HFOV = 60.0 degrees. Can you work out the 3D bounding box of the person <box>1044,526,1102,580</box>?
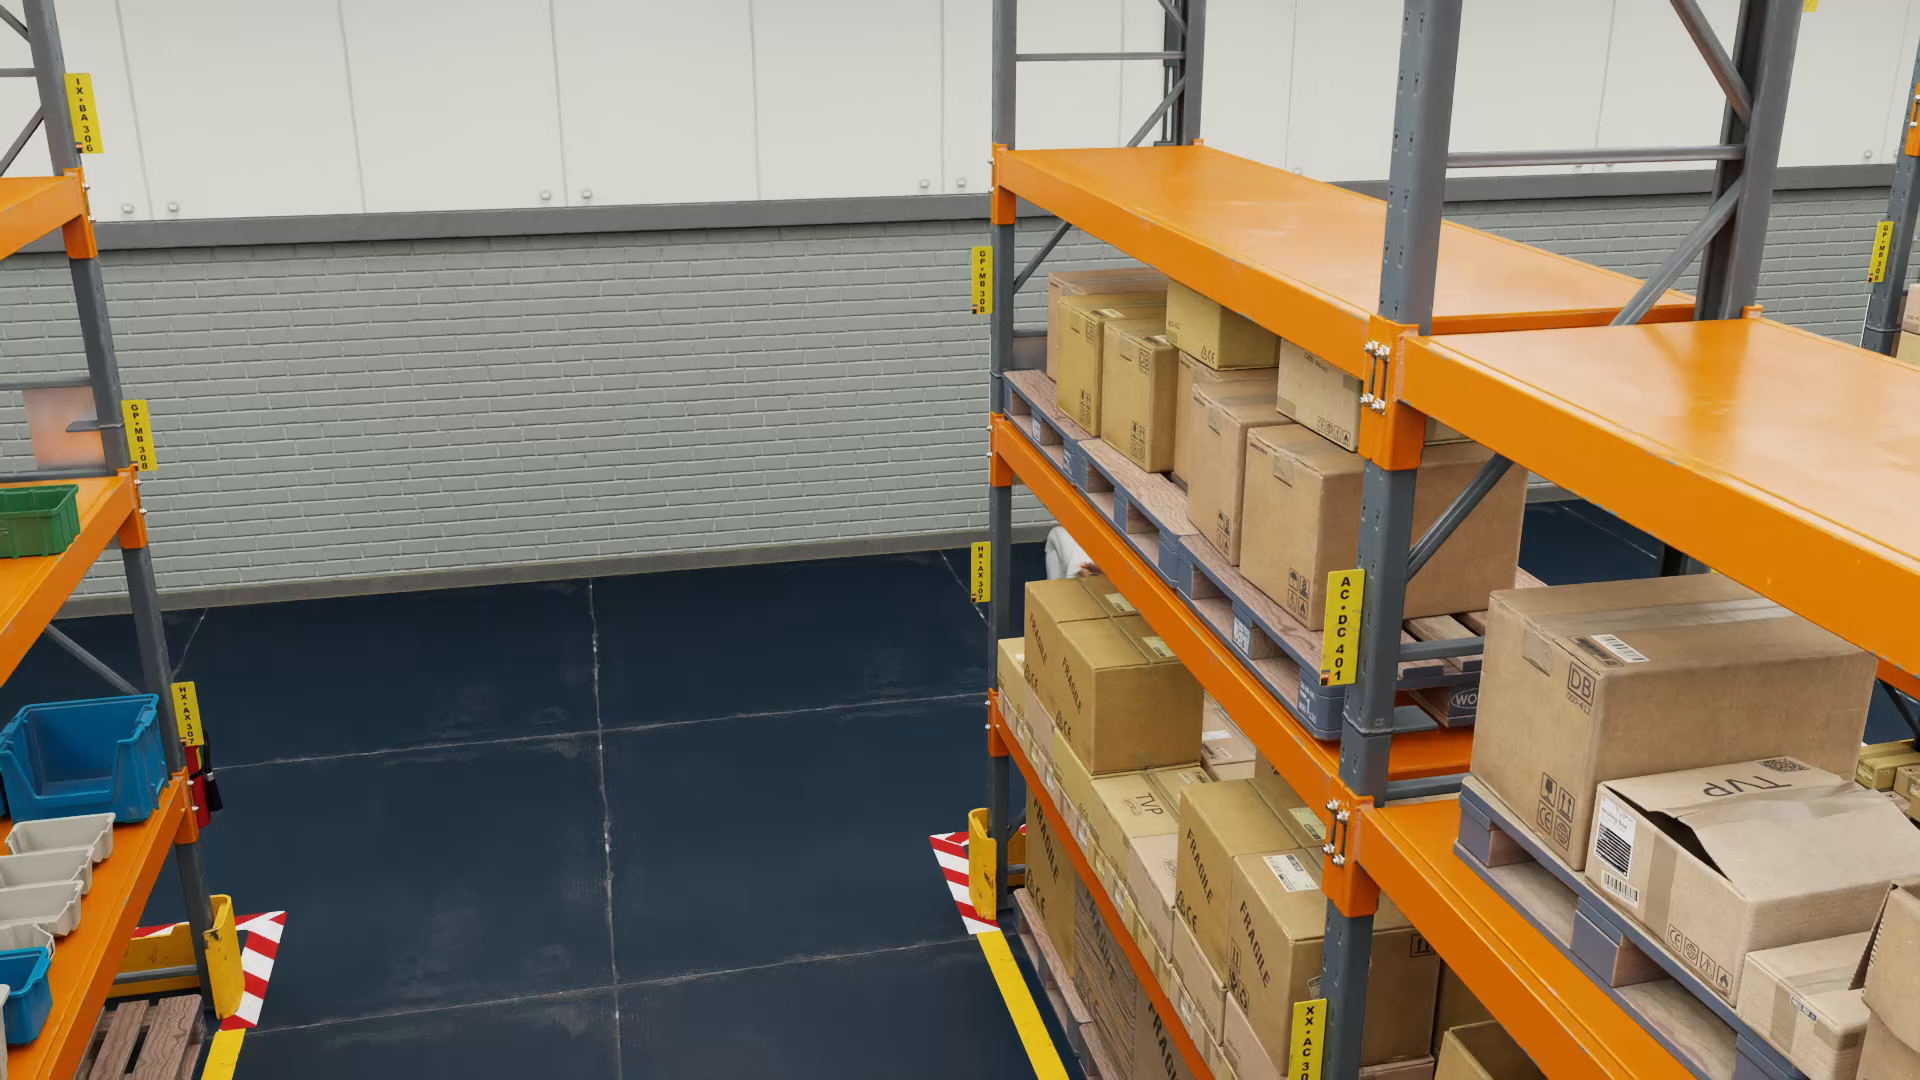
[{"bbox_3d":[0.892,0.414,12.295,0.452,0.935,0.853,-6,20,-15],"label":"person"}]
